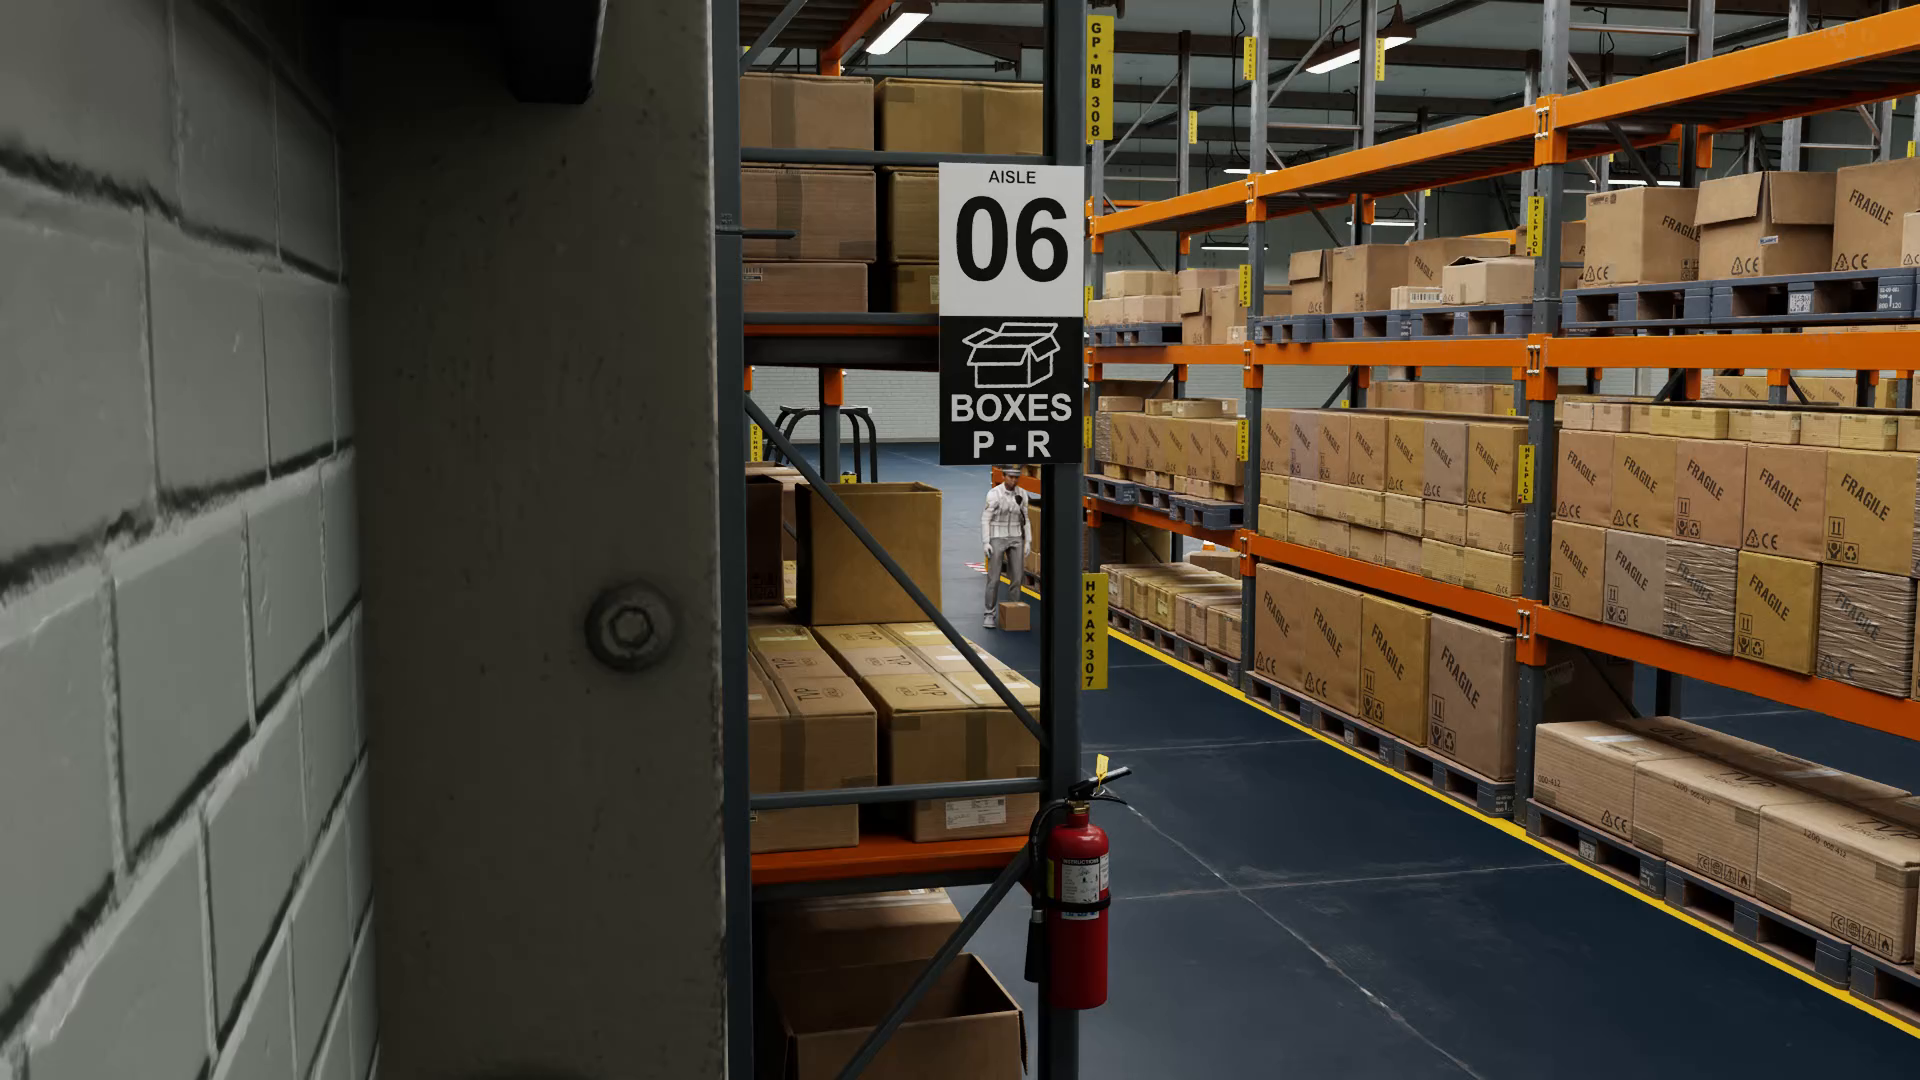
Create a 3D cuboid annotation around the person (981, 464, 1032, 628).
[{"bbox_3d":[0.471,0.038,16.764,0.547,1.663,0.376,-2,7,-18],"label":"person"}]
